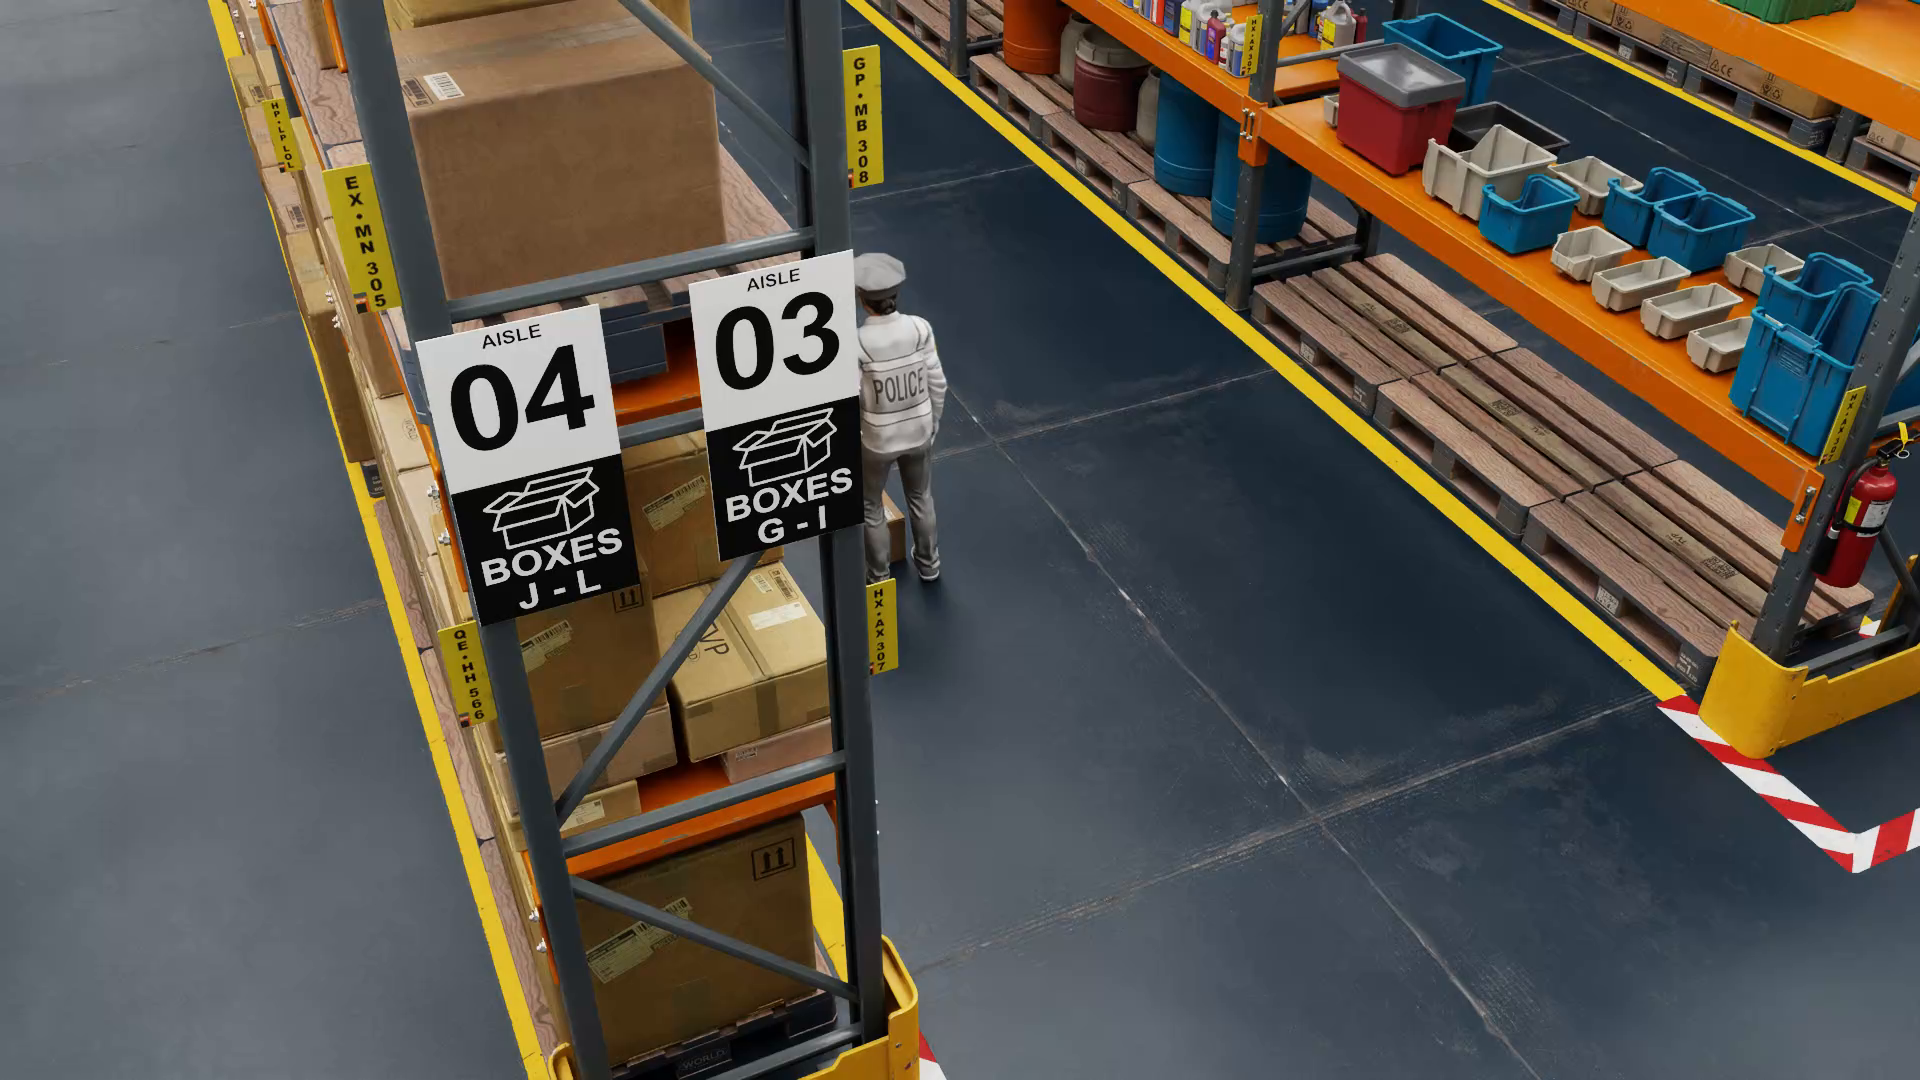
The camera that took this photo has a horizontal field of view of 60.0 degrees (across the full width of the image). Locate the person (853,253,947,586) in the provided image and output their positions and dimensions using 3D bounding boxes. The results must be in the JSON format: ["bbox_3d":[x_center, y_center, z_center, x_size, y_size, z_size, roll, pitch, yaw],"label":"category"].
[{"bbox_3d":[-0.315,-0.476,7.471,0.526,1.664,0.371,-16,40,-19],"label":"person"}]
